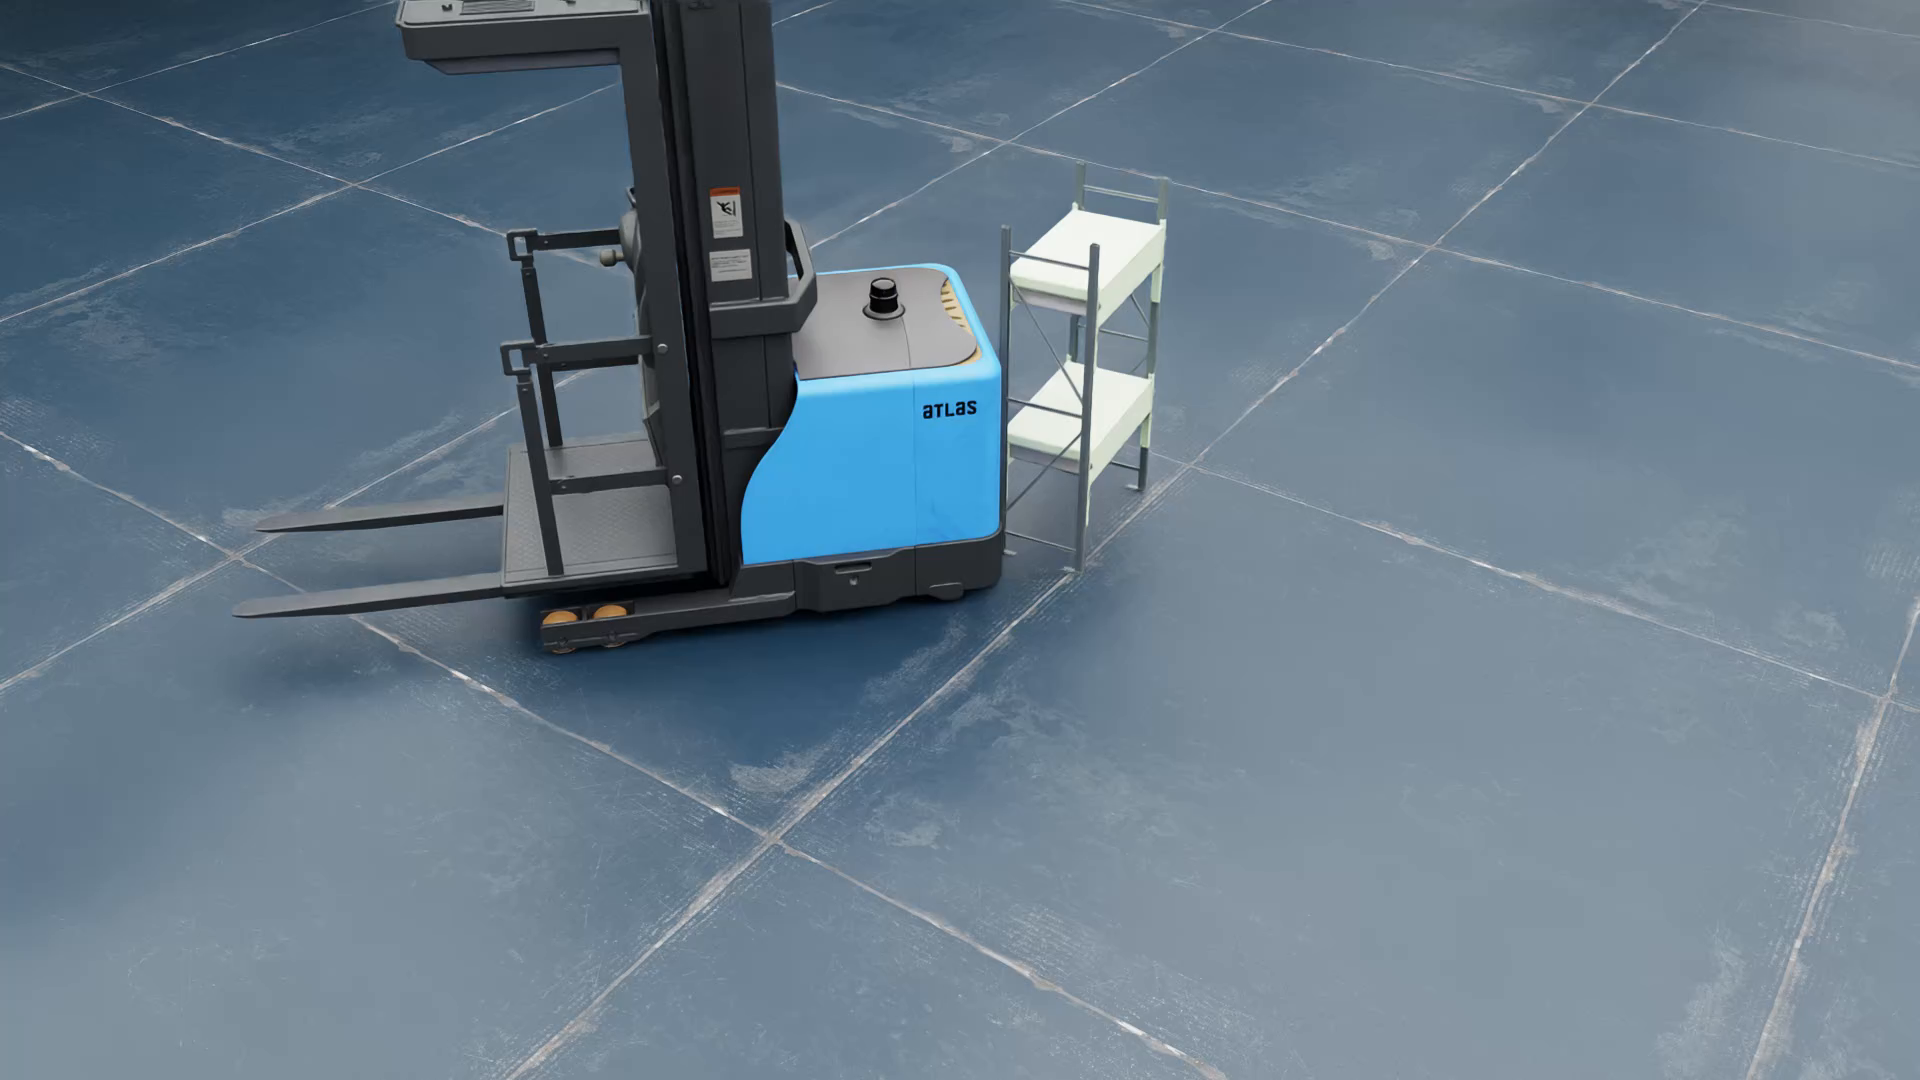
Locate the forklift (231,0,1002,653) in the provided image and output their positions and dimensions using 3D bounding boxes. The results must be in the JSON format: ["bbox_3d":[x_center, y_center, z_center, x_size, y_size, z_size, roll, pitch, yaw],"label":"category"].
[{"bbox_3d":[-1.397,-1.089,6.244,3.031,2.935,1.130,-6,35,-9],"label":"forklift"}]

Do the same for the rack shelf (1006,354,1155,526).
[{"bbox_3d":[0.503,-0.441,7.145,0.431,0.370,0.720,16,37,22],"label":"rack shelf"}]

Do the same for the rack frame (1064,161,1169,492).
[{"bbox_3d":[0.666,-0.894,7.234,0.400,1.500,0.023,16,37,22],"label":"rack frame"}]

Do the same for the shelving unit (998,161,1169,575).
[{"bbox_3d":[0.503,-0.711,6.962,0.431,1.500,0.755,16,37,22],"label":"shelving unit"}]

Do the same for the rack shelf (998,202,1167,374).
[{"bbox_3d":[0.503,-1.034,6.743,0.431,0.370,0.720,16,37,22],"label":"rack shelf"}]

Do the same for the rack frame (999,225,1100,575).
[{"bbox_3d":[0.340,-0.527,6.691,0.400,1.500,0.023,16,37,22],"label":"rack frame"}]
